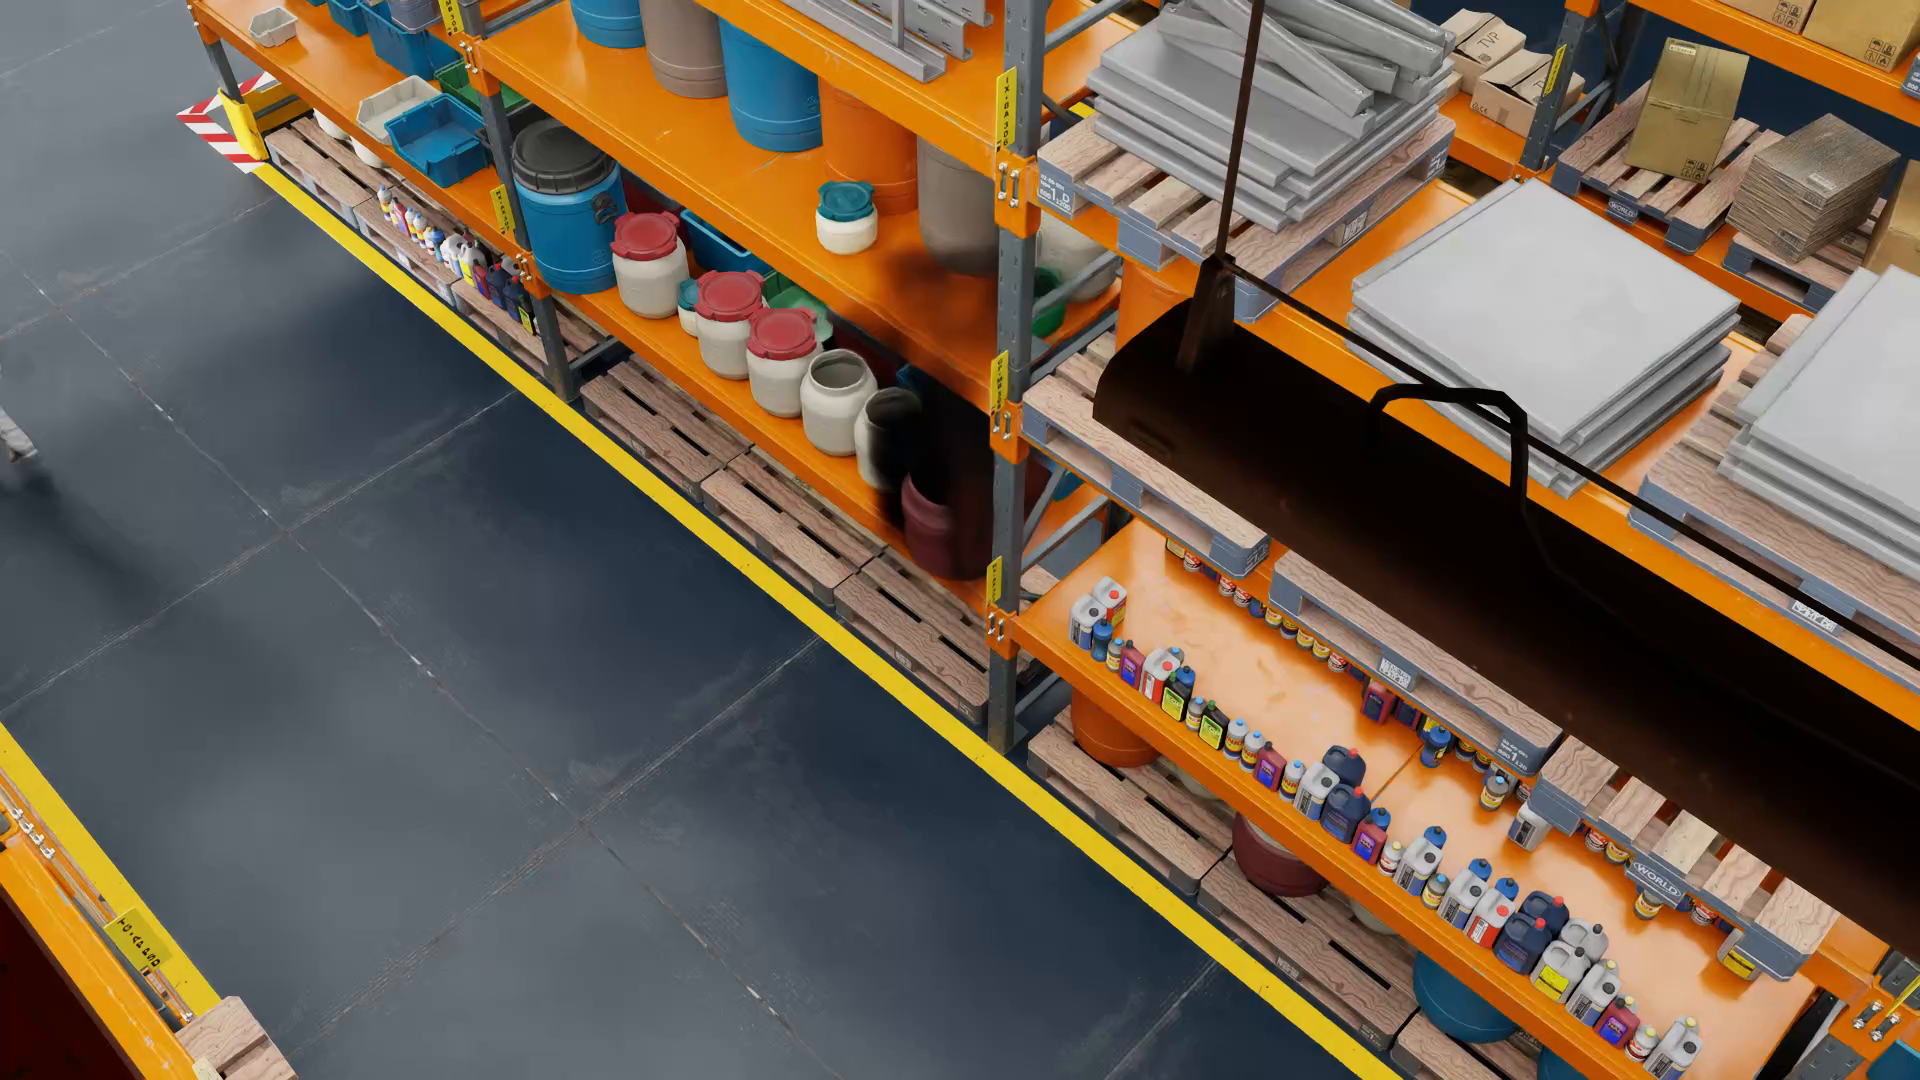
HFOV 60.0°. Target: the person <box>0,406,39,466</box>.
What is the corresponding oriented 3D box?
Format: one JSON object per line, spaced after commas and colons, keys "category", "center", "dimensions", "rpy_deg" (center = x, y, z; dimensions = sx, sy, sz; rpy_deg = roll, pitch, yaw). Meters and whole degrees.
{"category": "person", "center": [-6.307, -1.079, 10.205], "dimensions": [0.901, 1.684, 0.554], "rpy_deg": [26, 55, 20]}
